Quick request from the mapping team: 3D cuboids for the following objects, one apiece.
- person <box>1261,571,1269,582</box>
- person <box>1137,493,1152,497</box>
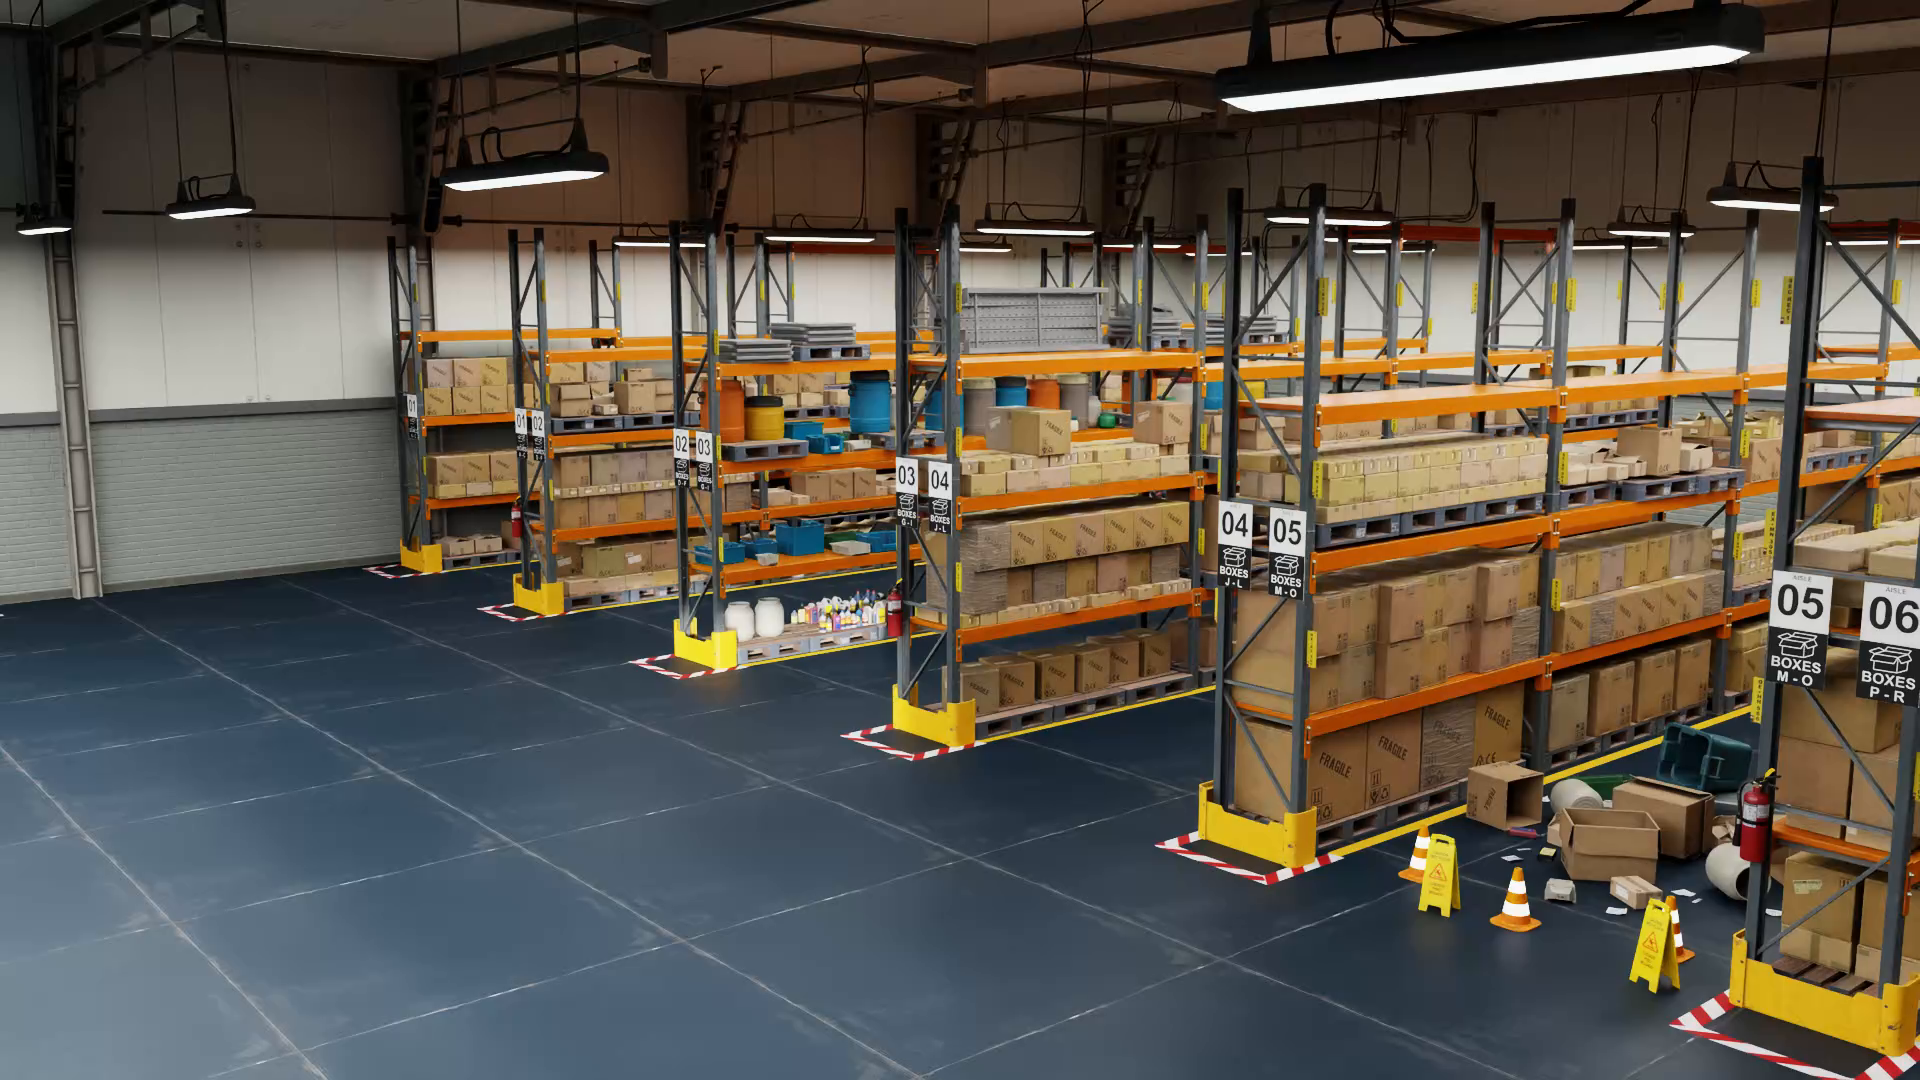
[{"bbox_3d":[3.772,1.212,20.555,0.349,1.654,0.456,1,9,9],"label":"person"},{"bbox_3d":[2.851,0.077,25.447,0.646,1.797,0.394,-7,11,-38],"label":"person"}]
